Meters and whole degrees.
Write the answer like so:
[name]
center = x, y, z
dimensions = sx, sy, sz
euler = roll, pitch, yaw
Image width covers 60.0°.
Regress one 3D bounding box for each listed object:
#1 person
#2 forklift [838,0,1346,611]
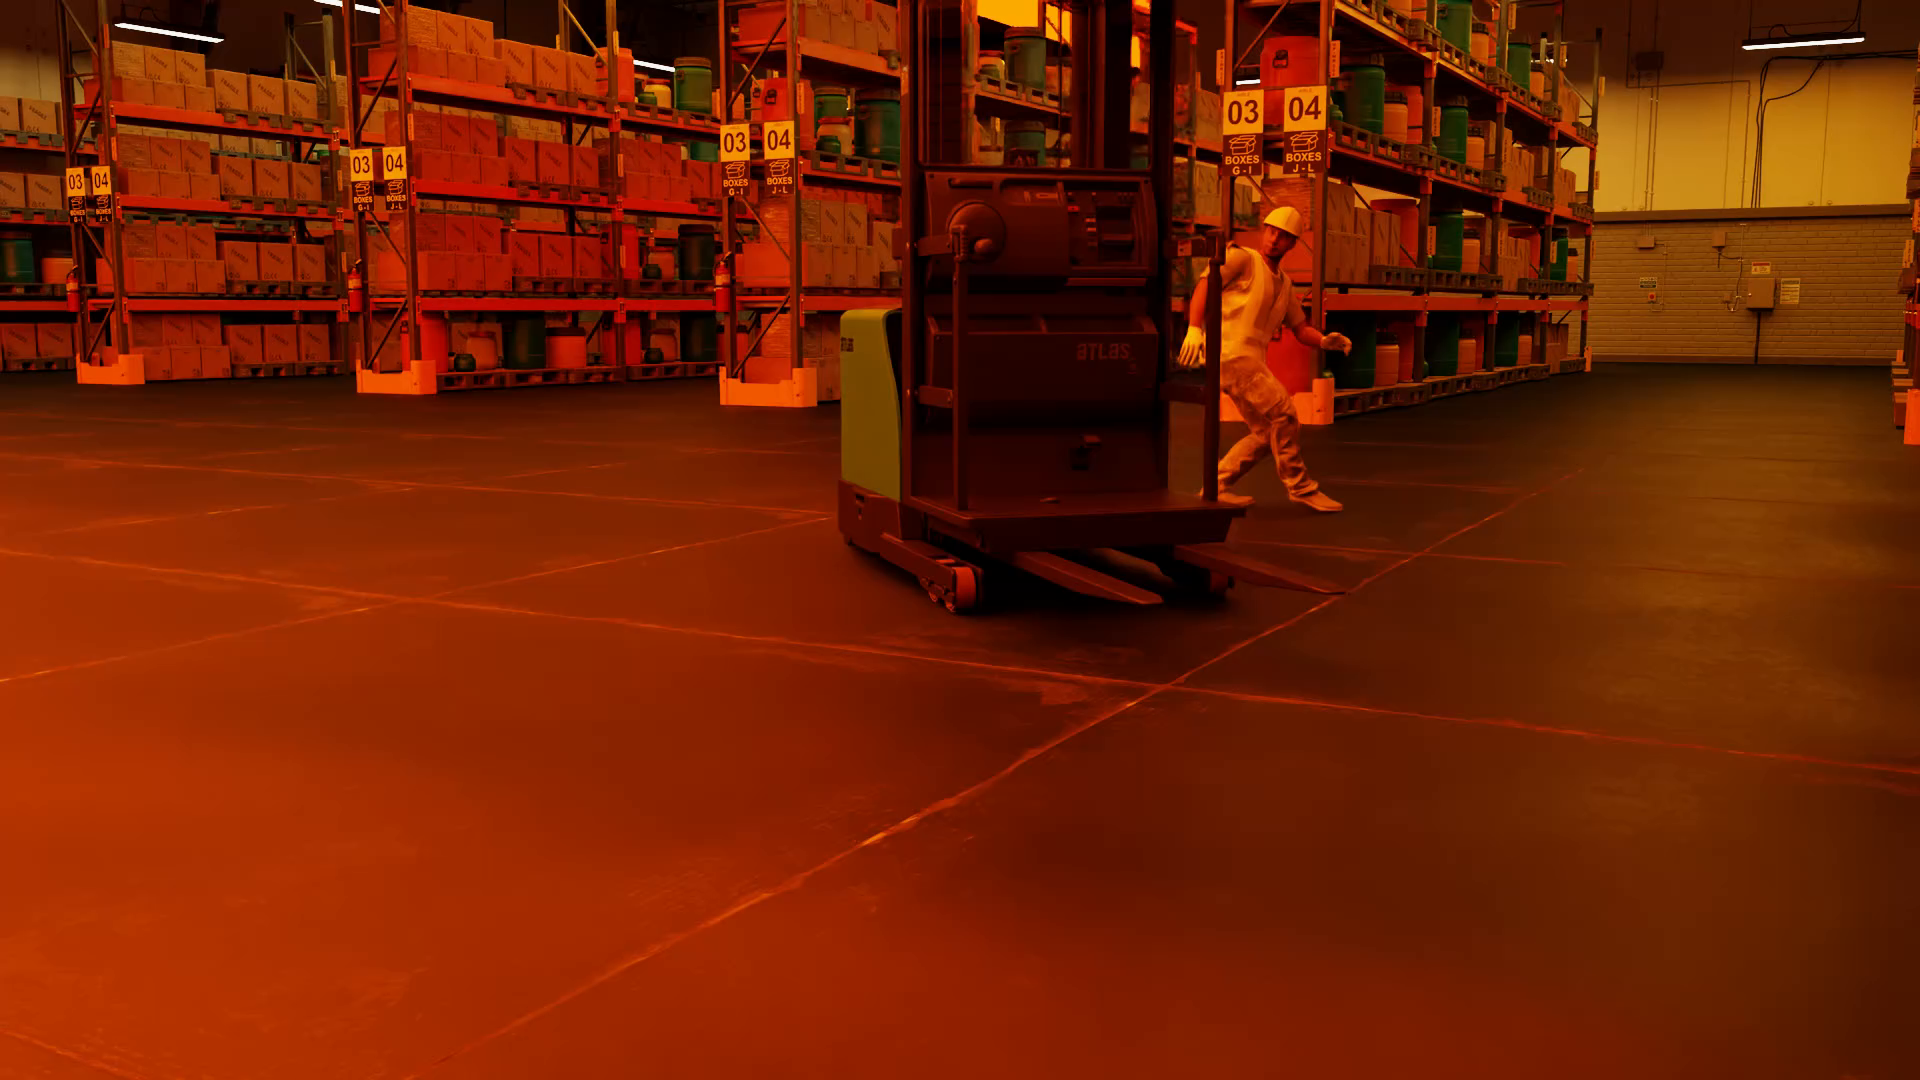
[person]
center = 1.643, -0.948, 8.777
dimensions = 0.810, 1.613, 0.808
euler = 4, 9, 25
[forklift]
center = 0.387, -1.256, 6.196
dimensions = 1.130, 2.935, 3.031
euler = -3, 8, -18
